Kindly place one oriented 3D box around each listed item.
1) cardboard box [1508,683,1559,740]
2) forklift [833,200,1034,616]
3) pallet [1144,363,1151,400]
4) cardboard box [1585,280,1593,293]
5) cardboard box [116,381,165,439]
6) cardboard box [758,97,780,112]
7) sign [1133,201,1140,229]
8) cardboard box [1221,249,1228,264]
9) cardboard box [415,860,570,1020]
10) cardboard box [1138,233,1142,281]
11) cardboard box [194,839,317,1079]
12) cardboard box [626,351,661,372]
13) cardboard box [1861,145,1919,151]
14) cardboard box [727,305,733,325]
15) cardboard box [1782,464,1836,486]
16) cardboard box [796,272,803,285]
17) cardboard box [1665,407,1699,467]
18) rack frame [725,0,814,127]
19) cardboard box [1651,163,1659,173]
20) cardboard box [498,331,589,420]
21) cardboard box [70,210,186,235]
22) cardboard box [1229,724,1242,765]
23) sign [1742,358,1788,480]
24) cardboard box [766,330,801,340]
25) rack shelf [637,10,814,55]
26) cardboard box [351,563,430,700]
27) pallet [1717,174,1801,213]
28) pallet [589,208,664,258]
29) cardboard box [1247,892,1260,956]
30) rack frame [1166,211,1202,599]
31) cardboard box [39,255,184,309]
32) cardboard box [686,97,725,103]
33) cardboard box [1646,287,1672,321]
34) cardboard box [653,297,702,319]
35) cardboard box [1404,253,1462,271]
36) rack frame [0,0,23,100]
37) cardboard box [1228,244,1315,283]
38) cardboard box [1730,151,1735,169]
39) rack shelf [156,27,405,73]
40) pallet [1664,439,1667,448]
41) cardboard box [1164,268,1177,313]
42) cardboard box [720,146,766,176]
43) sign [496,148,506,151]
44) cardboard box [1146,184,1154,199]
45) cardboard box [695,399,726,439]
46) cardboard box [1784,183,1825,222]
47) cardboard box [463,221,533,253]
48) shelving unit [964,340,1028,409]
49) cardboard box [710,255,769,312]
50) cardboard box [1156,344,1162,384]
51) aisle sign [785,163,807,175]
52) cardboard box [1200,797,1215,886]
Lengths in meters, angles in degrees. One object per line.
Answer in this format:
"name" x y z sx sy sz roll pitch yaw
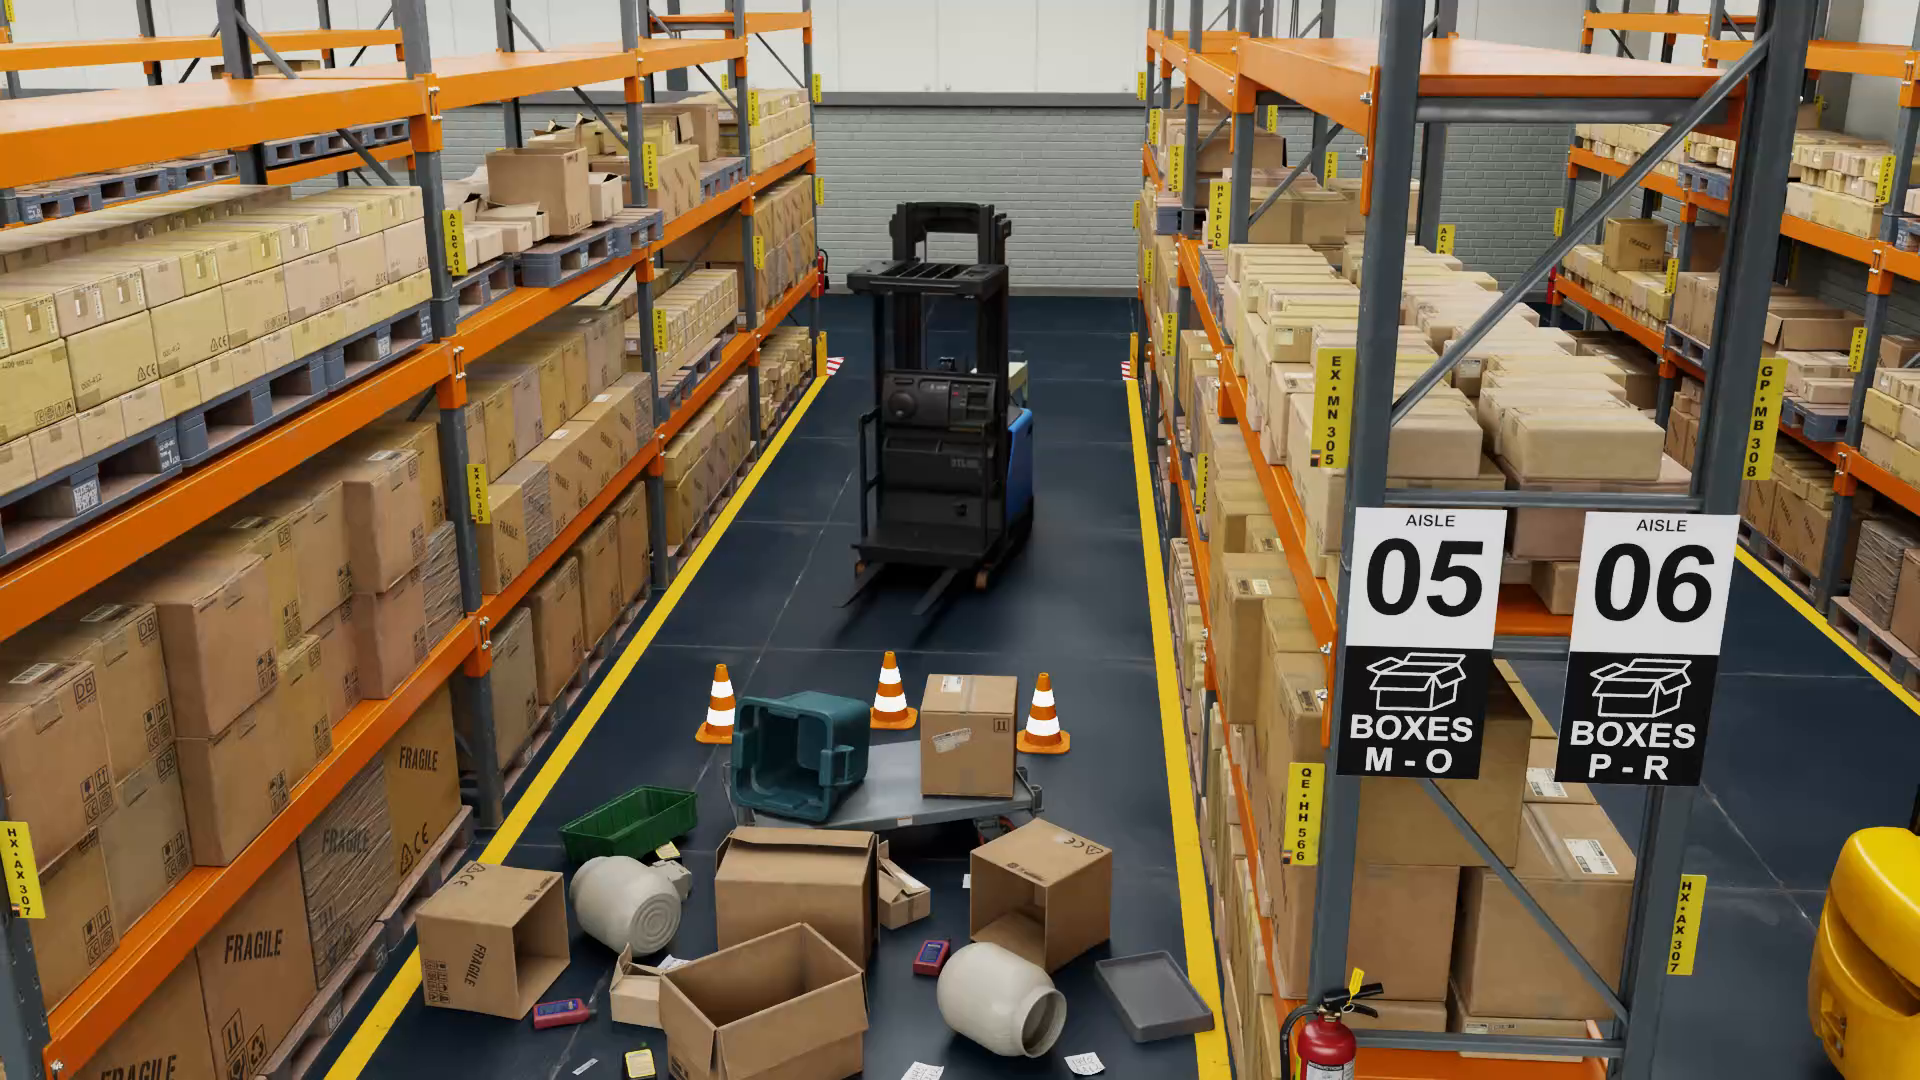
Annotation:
"cardboard box" 1.926 0.865 6.327 0.500 0.500 0.500 1 18 3
"forklift" -0.221 -1.119 13.131 1.130 2.935 3.031 5 19 14
"pallet" 2.714 -1.880 19.821 1.003 0.211 1.213 1 18 4
"cardboard box" 7.312 -2.891 18.831 0.380 0.149 0.250 2 18 6
"cardboard box" -3.000 -0.453 5.740 0.380 0.149 0.250 1 18 4
"cardboard box" -2.128 -4.647 17.768 0.380 0.149 0.250 1 18 2
"sign" 2.140 -3.918 20.047 0.100 0.325 0.005 1 18 4
"cardboard box" 1.809 -1.782 9.793 0.500 0.250 0.500 2 18 5
"cardboard box" -2.199 1.884 7.865 0.500 0.500 0.500 4 19 13
"cardboard box" 2.373 -3.360 19.699 0.500 0.500 0.500 1 18 3
"cardboard box" -3.354 1.760 6.973 0.875 0.875 0.875 1 18 3
"cardboard box" -2.590 -1.417 13.181 0.380 0.149 0.250 2 18 6
"cardboard box" 7.404 -3.049 13.216 0.380 0.149 0.250 1 18 4
"cardboard box" -2.387 -2.164 15.938 0.380 0.149 0.250 1 18 4
"cardboard box" 6.905 -0.506 13.449 0.380 0.149 0.250 1 18 2
"cardboard box" -2.046 -3.073 19.387 0.380 0.149 0.250 2 18 5
"cardboard box" 7.099 -0.970 15.905 0.500 0.500 0.500 2 18 6
"rack frame" -2.251 -6.385 19.458 1.000 3.000 0.127 1 18 4
"cardboard box" 7.160 -3.763 16.676 0.380 0.149 0.250 1 18 4
"cardboard box" -2.936 -1.117 11.247 0.700 0.500 0.500 1 18 3
"cardboard box" -3.548 -1.317 7.096 0.380 0.149 0.250 1 18 5
"cardboard box" 1.390 0.879 7.327 0.380 0.149 0.250 1 18 4
"sign" 2.088 -0.315 4.345 0.100 0.325 0.005 1 18 4
"cardboard box" -2.112 -2.415 19.924 0.380 0.149 0.250 2 18 5
"rack shelf" -2.395 -5.421 17.675 1.077 0.370 4.000 1 18 4
"cardboard box" -3.143 0.408 8.121 0.875 0.550 0.550 1 18 4
"pallet" 7.170 -2.916 13.990 1.213 0.211 1.003 1 18 4
"pallet" -2.818 -2.184 11.758 1.213 0.211 1.003 2 18 6
"cardboard box" 1.324 1.508 6.498 0.380 0.149 0.250 2 18 5
"rack frame" 2.120 -0.971 12.568 1.000 3.000 0.127 1 18 4
"cardboard box" -2.983 -0.909 5.852 0.380 0.149 0.250 1 18 3
"cardboard box" -2.723 -4.658 17.801 0.380 0.149 0.250 1 18 3
"cardboard box" 7.151 -2.337 16.501 0.500 0.250 0.500 2 18 5
"cardboard box" -2.484 -2.037 14.597 0.380 0.149 0.250 1 18 3
"cardboard box" 2.086 -1.227 7.657 0.380 0.149 0.250 1 18 3
"rack frame" -12.131 -6.638 20.229 1.000 3.000 0.127 1 18 4
"cardboard box" 1.485 -1.323 7.948 0.380 0.149 0.250 1 18 3
"cardboard box" 6.869 -3.255 14.291 0.380 0.149 0.250 1 18 3
"rack shelf" -7.334 -5.374 18.170 1.077 0.370 4.000 1 18 4
"pallet" 7.408 -0.991 17.110 1.003 0.211 1.213 1 18 4
"cardboard box" 1.967 -1.973 13.861 0.500 0.500 0.500 1 18 4
"cardboard box" -2.241 -3.784 16.578 0.500 0.250 0.500 2 18 7
"sign" -3.366 -2.733 12.300 0.100 0.325 0.005 1 18 4
"cardboard box" 2.310 -3.939 18.818 0.380 0.149 0.250 1 18 2
"cardboard box" -2.413 -1.099 15.096 0.500 0.250 0.500 0 18 1
"cardboard box" 6.937 -2.691 13.243 0.500 0.250 0.500 1 18 4
"cardboard box" -2.752 -1.790 9.819 0.380 0.149 0.250 1 18 4
"shelving unit" 0.327 -1.007 15.087 0.431 1.500 0.755 5 19 14
"cardboard box" -2.251 -2.629 16.991 0.500 0.500 0.500 1 18 3
"cardboard box" 1.979 -1.536 14.535 0.500 0.250 0.500 1 18 3
"aisle sign" -1.947 -4.786 20.036 0.394 0.787 0.004 1 18 4
"cardboard box" 1.522 1.556 8.598 0.500 0.250 0.500 0 18 1
